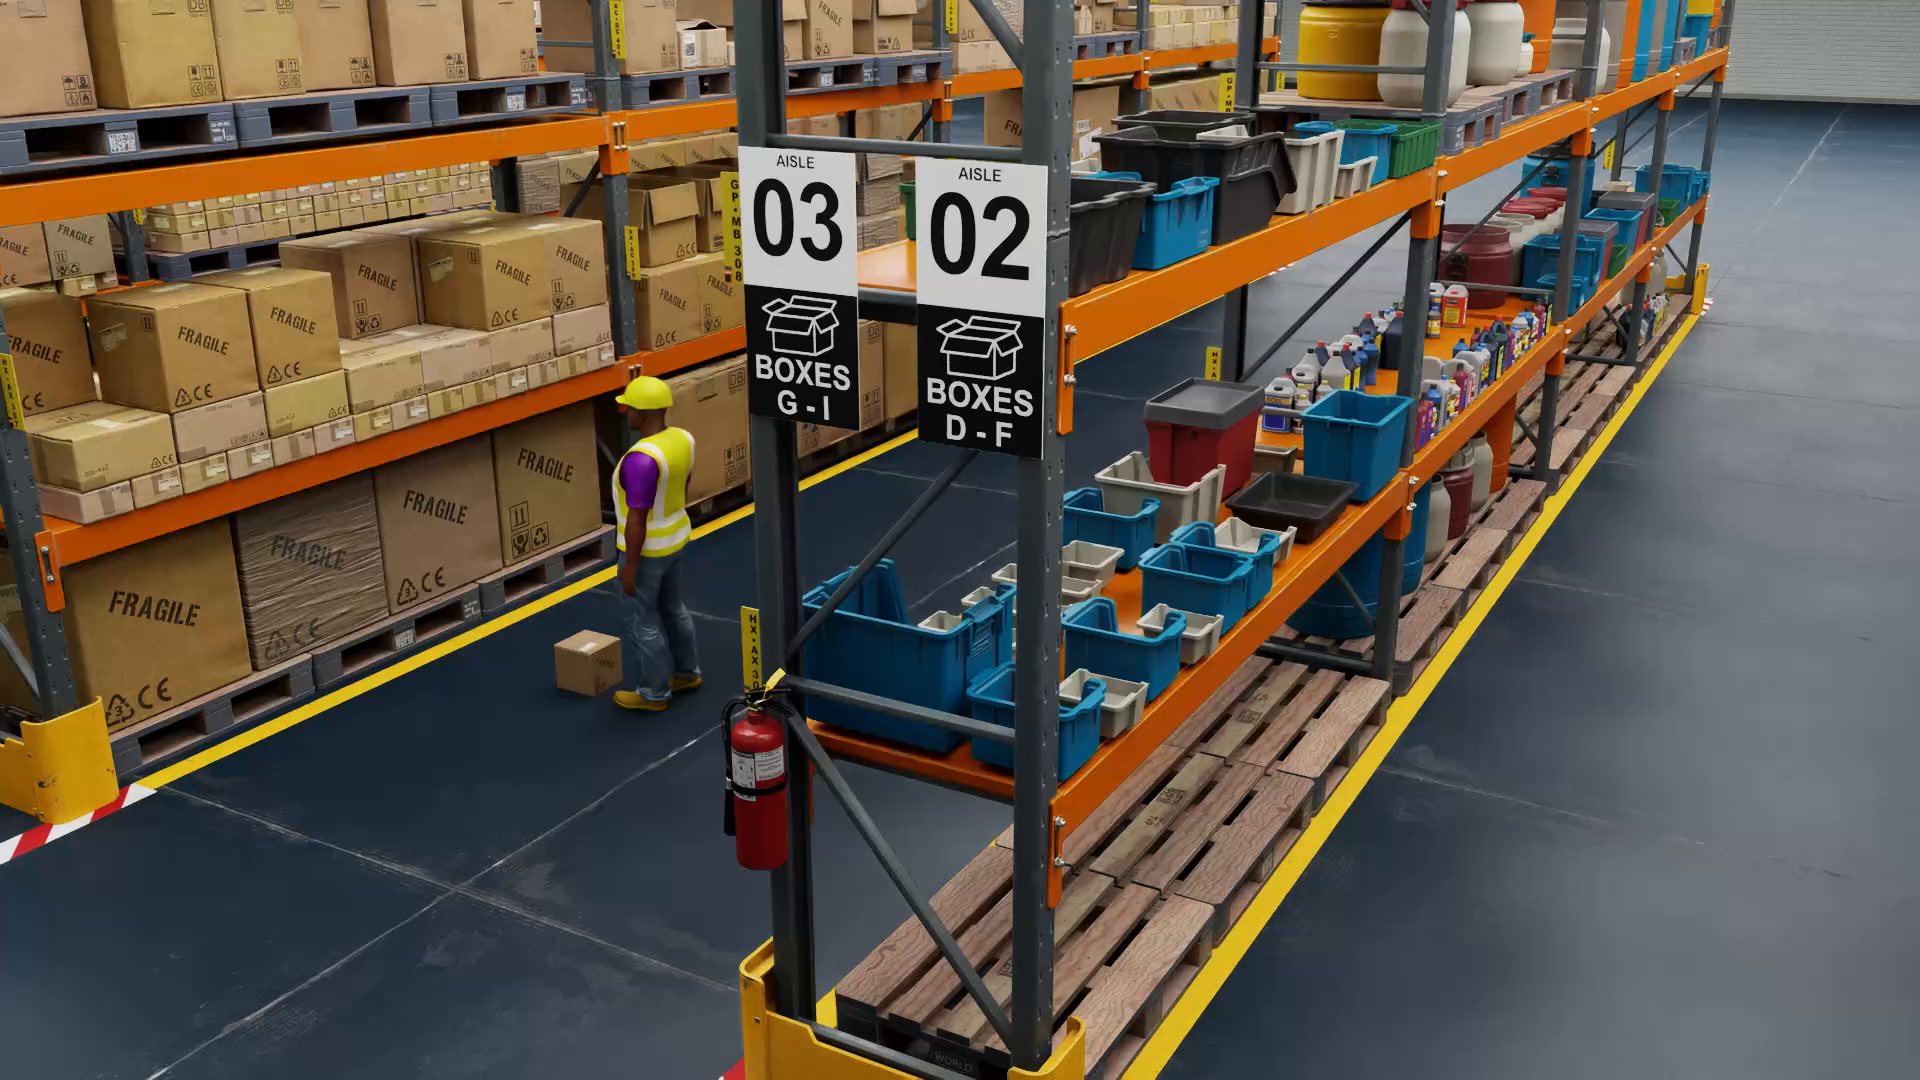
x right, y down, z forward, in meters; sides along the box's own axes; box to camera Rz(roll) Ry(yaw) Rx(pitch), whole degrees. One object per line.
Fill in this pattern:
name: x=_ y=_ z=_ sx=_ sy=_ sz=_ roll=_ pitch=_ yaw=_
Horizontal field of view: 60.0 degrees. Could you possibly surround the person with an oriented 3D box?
person: x=-1.545 y=0.003 z=8.435 sx=0.337 sy=1.703 sz=0.592 roll=6 pitch=20 yaw=17
